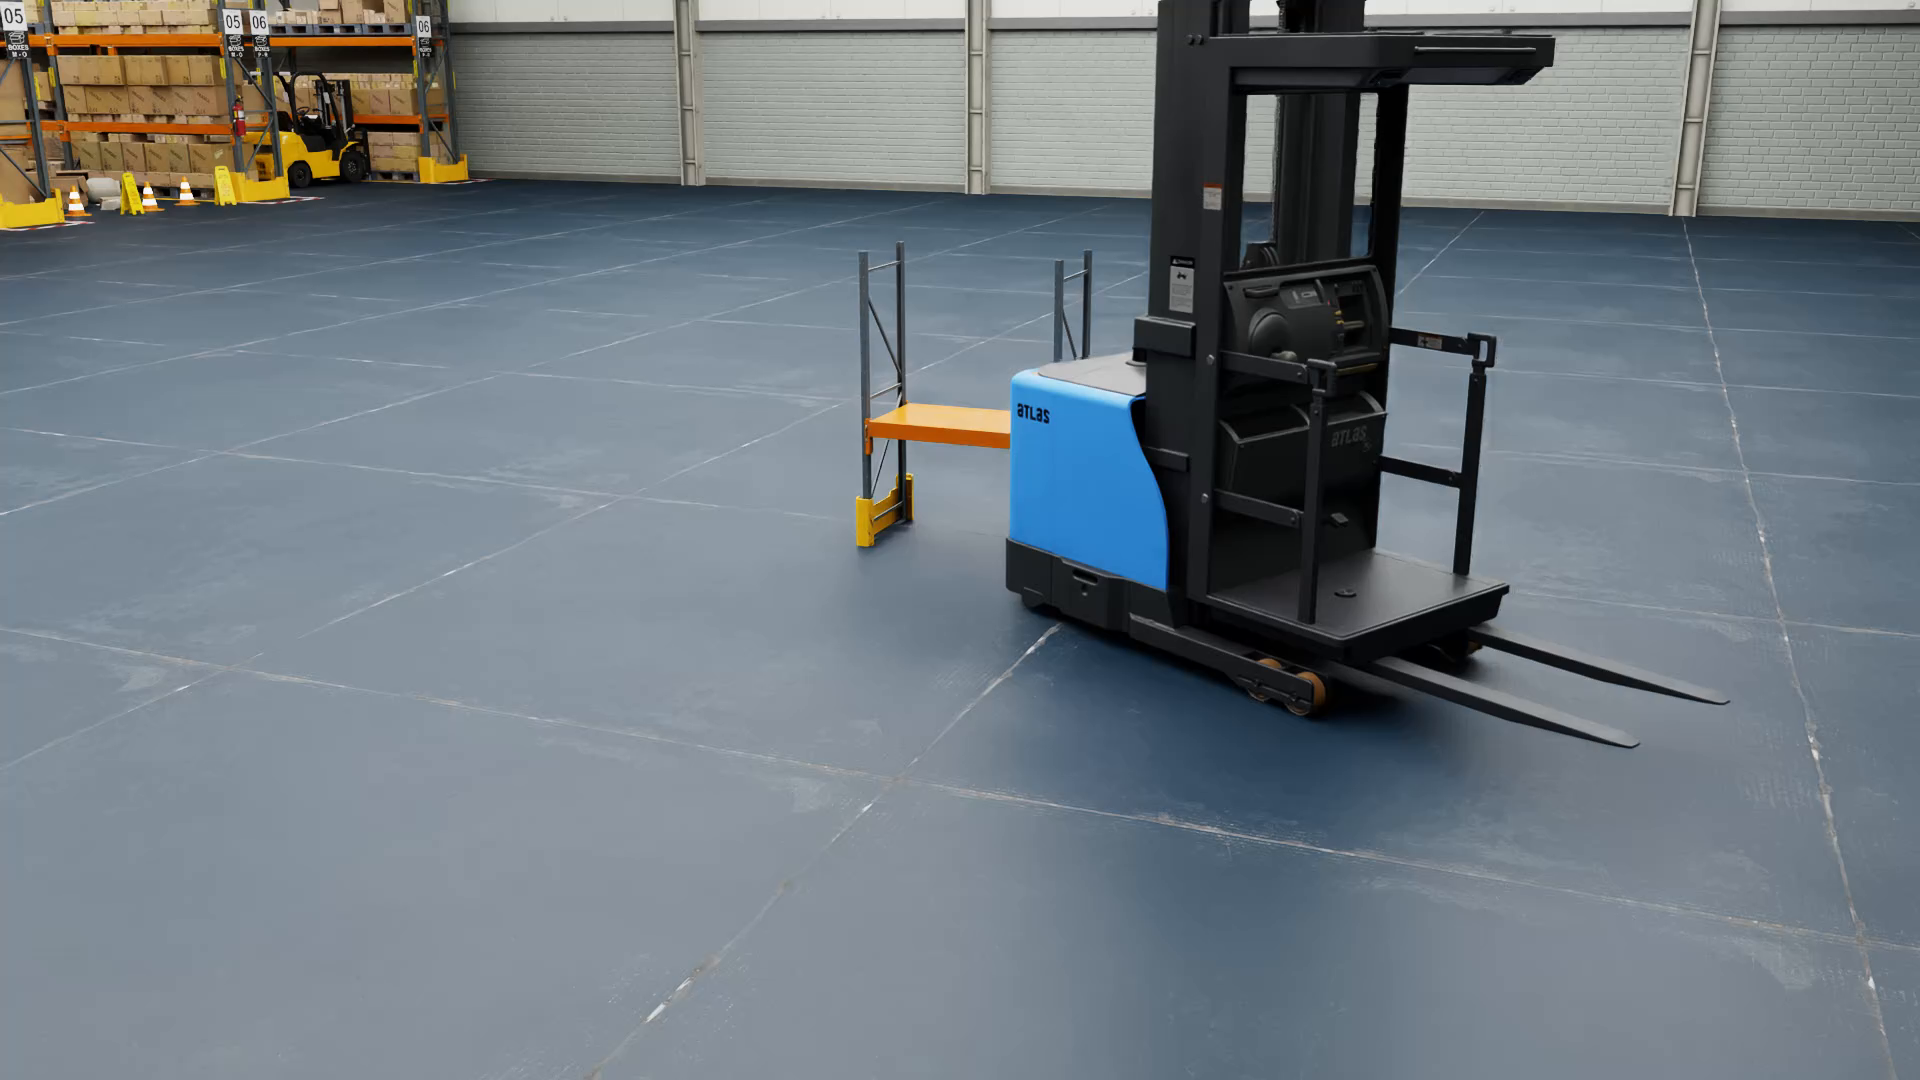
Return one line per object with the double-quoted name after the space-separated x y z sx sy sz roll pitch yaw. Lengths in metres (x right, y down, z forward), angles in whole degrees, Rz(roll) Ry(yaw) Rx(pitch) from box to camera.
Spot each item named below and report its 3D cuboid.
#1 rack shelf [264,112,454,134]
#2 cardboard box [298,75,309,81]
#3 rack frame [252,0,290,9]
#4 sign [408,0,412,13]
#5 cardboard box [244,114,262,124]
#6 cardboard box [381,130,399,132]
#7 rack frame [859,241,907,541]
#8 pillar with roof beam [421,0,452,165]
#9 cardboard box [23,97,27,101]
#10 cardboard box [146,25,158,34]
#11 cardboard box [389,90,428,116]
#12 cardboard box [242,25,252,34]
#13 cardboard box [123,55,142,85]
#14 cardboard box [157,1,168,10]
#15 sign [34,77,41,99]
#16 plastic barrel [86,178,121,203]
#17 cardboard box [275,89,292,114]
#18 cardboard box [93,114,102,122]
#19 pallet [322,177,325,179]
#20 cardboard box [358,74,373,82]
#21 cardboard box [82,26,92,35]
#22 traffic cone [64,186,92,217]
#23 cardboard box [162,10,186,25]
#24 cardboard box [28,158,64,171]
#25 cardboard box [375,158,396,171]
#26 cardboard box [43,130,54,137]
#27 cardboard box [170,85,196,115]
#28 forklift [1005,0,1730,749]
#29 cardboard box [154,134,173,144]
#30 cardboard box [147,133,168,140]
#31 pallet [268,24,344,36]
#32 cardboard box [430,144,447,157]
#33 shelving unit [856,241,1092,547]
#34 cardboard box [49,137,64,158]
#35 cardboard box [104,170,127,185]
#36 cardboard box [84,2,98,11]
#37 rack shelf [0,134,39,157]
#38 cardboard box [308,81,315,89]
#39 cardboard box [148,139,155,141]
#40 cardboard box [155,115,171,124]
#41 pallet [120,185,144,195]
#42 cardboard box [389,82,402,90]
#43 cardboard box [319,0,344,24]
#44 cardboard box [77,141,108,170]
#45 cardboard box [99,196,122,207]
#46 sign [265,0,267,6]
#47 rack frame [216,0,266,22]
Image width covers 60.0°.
-12.378 -8.616 34.263 4.000 0.370 1.077 6 17 21 "rack shelf"
-13.332 -9.479 34.068 0.250 0.149 0.380 7 17 22 "cardboard box"
-14.238 -12.047 34.031 0.127 3.000 1.000 6 17 21 "rack frame"
-10.729 -10.445 32.447 0.005 0.325 0.100 6 17 21 "sign"
-12.575 -7.437 29.361 0.250 0.149 0.380 6 17 21 "cardboard box"
-11.822 -8.321 34.340 0.500 0.250 0.500 6 17 20 "cardboard box"
-0.394 -0.764 8.614 0.032 1.500 0.500 6 17 21 "rack frame"
-12.414 -10.826 29.826 0.400 9.000 9.100 6 17 21 "pillar with roof beam"
-17.032 -8.309 30.449 0.500 0.500 0.500 6 17 21 "cardboard box"
-13.950 -8.891 28.991 0.250 0.149 0.380 6 17 19 "cardboard box"
-11.071 -8.787 33.382 0.500 0.500 0.500 6 17 19 "cardboard box"
-12.524 -8.907 29.046 0.250 0.149 0.380 6 17 21 "cardboard box"
-14.284 -8.302 29.385 0.500 0.500 0.700 6 17 20 "cardboard box"
-13.670 -9.254 28.810 0.250 0.149 0.380 6 17 21 "cardboard box"
-13.848 -6.772 24.926 0.005 0.325 0.100 6 17 21 "sign"
-14.812 -6.051 28.756 0.512 0.421 0.421 -9 18 -27 "plastic barrel"
-13.921 -9.101 34.463 0.500 0.500 0.500 6 17 19 "cardboard box"
-15.368 -7.611 29.960 0.250 0.149 0.380 6 17 20 "cardboard box"
-13.514 -7.735 34.938 1.213 0.211 1.003 6 17 21 "pallet"
-11.909 -9.321 33.524 0.250 0.149 0.380 7 18 22 "cardboard box"
-15.362 -9.065 29.588 0.250 0.149 0.380 6 17 21 "cardboard box"
-14.030 -5.379 26.373 0.334 0.463 0.336 6 17 21 "traffic cone"
-13.373 -9.018 28.713 0.500 0.250 0.500 6 17 20 "cardboard box"
-17.215 -6.944 31.172 0.625 0.372 0.950 7 18 24 "cardboard box"
-11.529 -7.658 33.849 0.500 0.250 0.500 6 17 21 "cardboard box"
-20.206 -9.074 37.117 0.250 0.149 0.380 7 18 23 "cardboard box"
-13.405 -7.697 29.092 0.500 0.500 0.500 6 17 21 "cardboard box"
1.528 -0.893 6.491 1.130 2.935 3.031 -13 21 -37 "forklift"
-14.019 -7.110 29.456 0.250 0.149 0.380 7 18 23 "cardboard box"
-17.384 -8.569 36.317 0.625 0.625 0.875 7 18 22 "cardboard box"
-13.435 -10.484 34.184 1.213 0.211 1.003 6 17 21 "pallet"
-10.878 -7.980 34.064 0.500 0.250 0.500 7 17 22 "cardboard box"
0.071 -0.712 8.438 1.083 1.500 0.587 6 17 21 "shelving unit"
-19.871 -8.719 37.057 0.500 0.500 0.500 6 17 19 "cardboard box"
-15.105 -6.577 30.129 0.500 0.250 0.500 7 18 24 "cardboard box"
-15.153 -9.382 29.251 0.250 0.149 0.380 6 17 20 "cardboard box"
-15.918 -6.034 25.369 4.000 0.370 1.077 6 17 21 "rack shelf"
-13.098 -9.308 34.012 0.250 0.149 0.380 6 17 20 "cardboard box"
-14.933 -7.077 30.505 0.500 0.500 0.500 7 17 22 "cardboard box"
-13.977 -7.444 29.386 0.250 0.149 0.380 6 17 20 "cardboard box"
-15.418 -6.480 30.615 1.213 0.211 1.003 6 17 21 "pallet"
-11.191 -9.098 33.288 0.250 0.149 0.380 7 17 22 "cardboard box"
-12.465 -10.679 33.581 0.637 0.503 0.797 7 18 22 "cardboard box"
-15.606 -6.989 30.202 0.500 0.500 0.500 7 18 23 "cardboard box"
-14.295 -5.710 28.076 0.380 0.149 0.250 -12 20 -37 "cardboard box"
-12.136 -9.470 28.966 0.005 0.325 0.100 6 17 21 "sign"
-12.335 -10.350 28.185 0.127 3.000 1.000 6 17 21 "rack frame"
